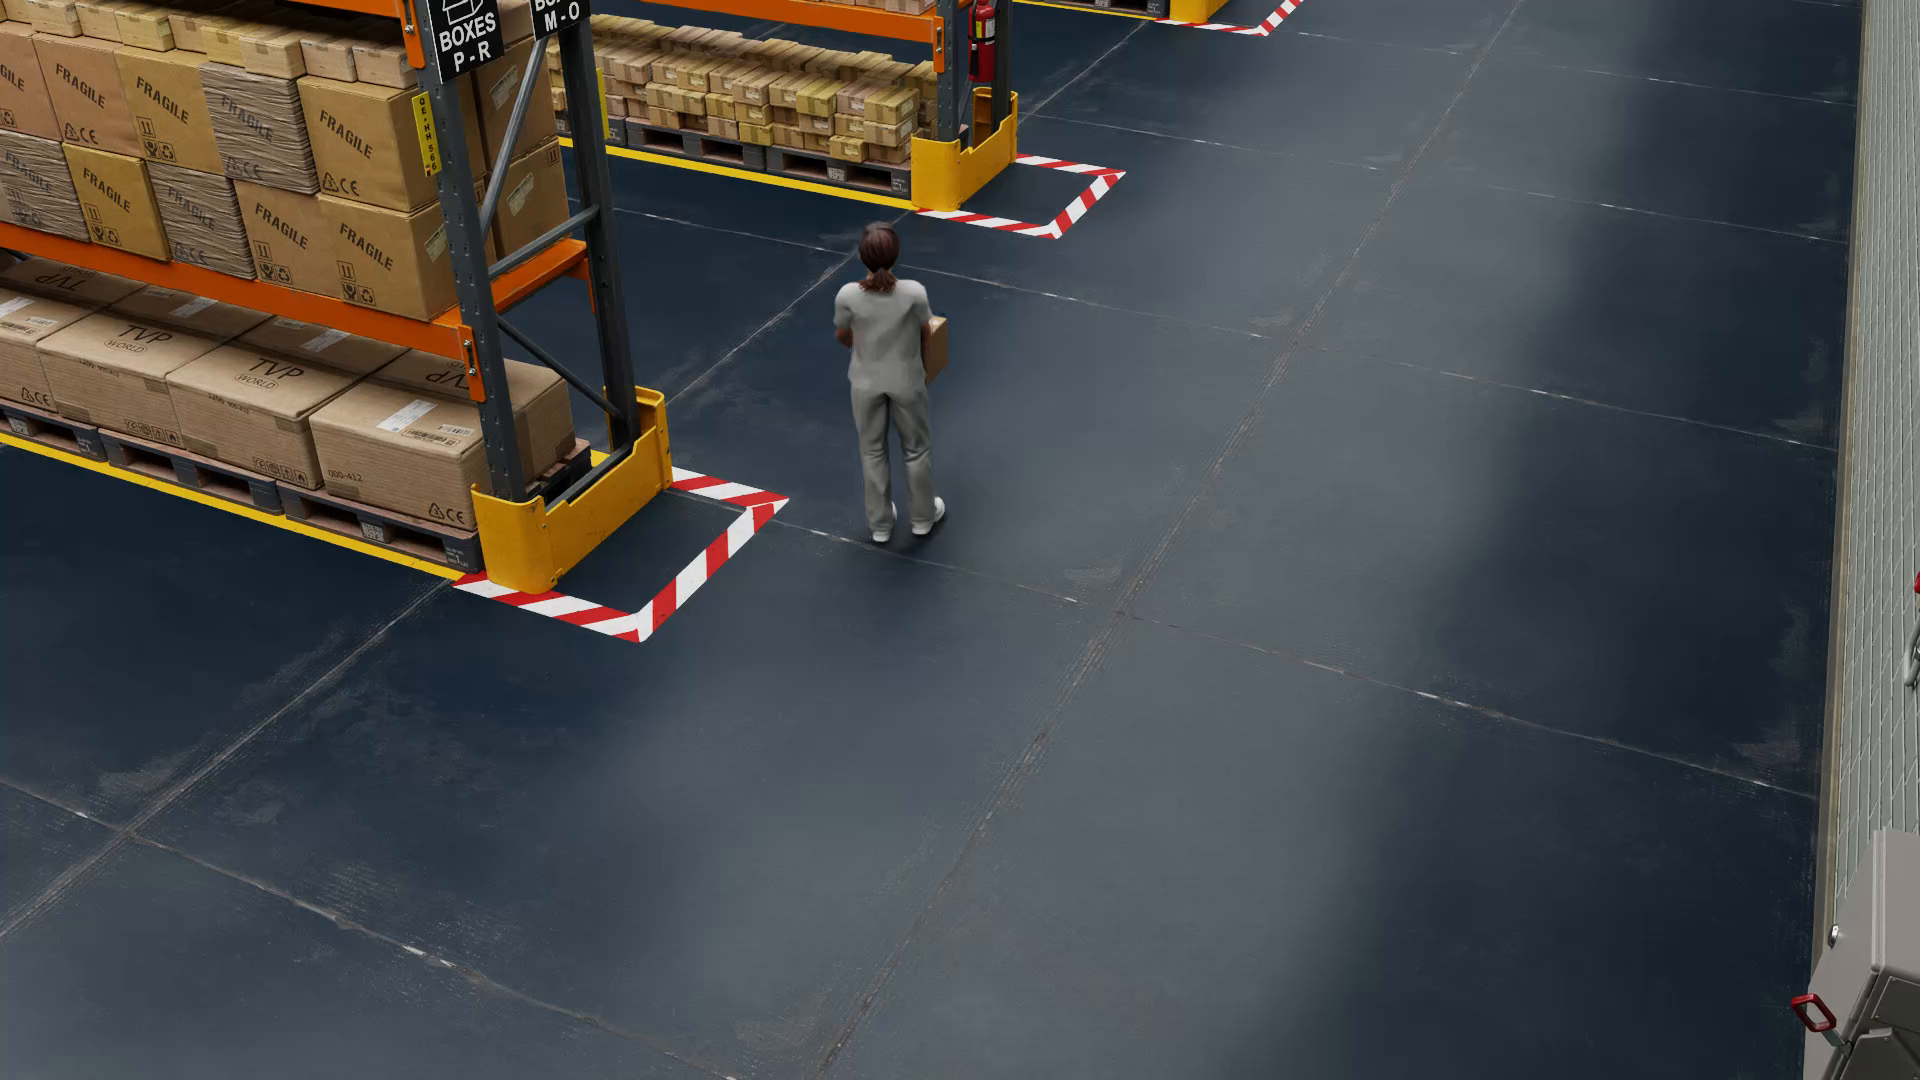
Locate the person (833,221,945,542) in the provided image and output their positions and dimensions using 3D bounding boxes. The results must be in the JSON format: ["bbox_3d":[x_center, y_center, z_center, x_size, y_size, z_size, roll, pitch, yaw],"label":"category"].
[{"bbox_3d":[-0.328,-0.744,7.796,0.500,1.678,0.514,0,34,0],"label":"person"}]
